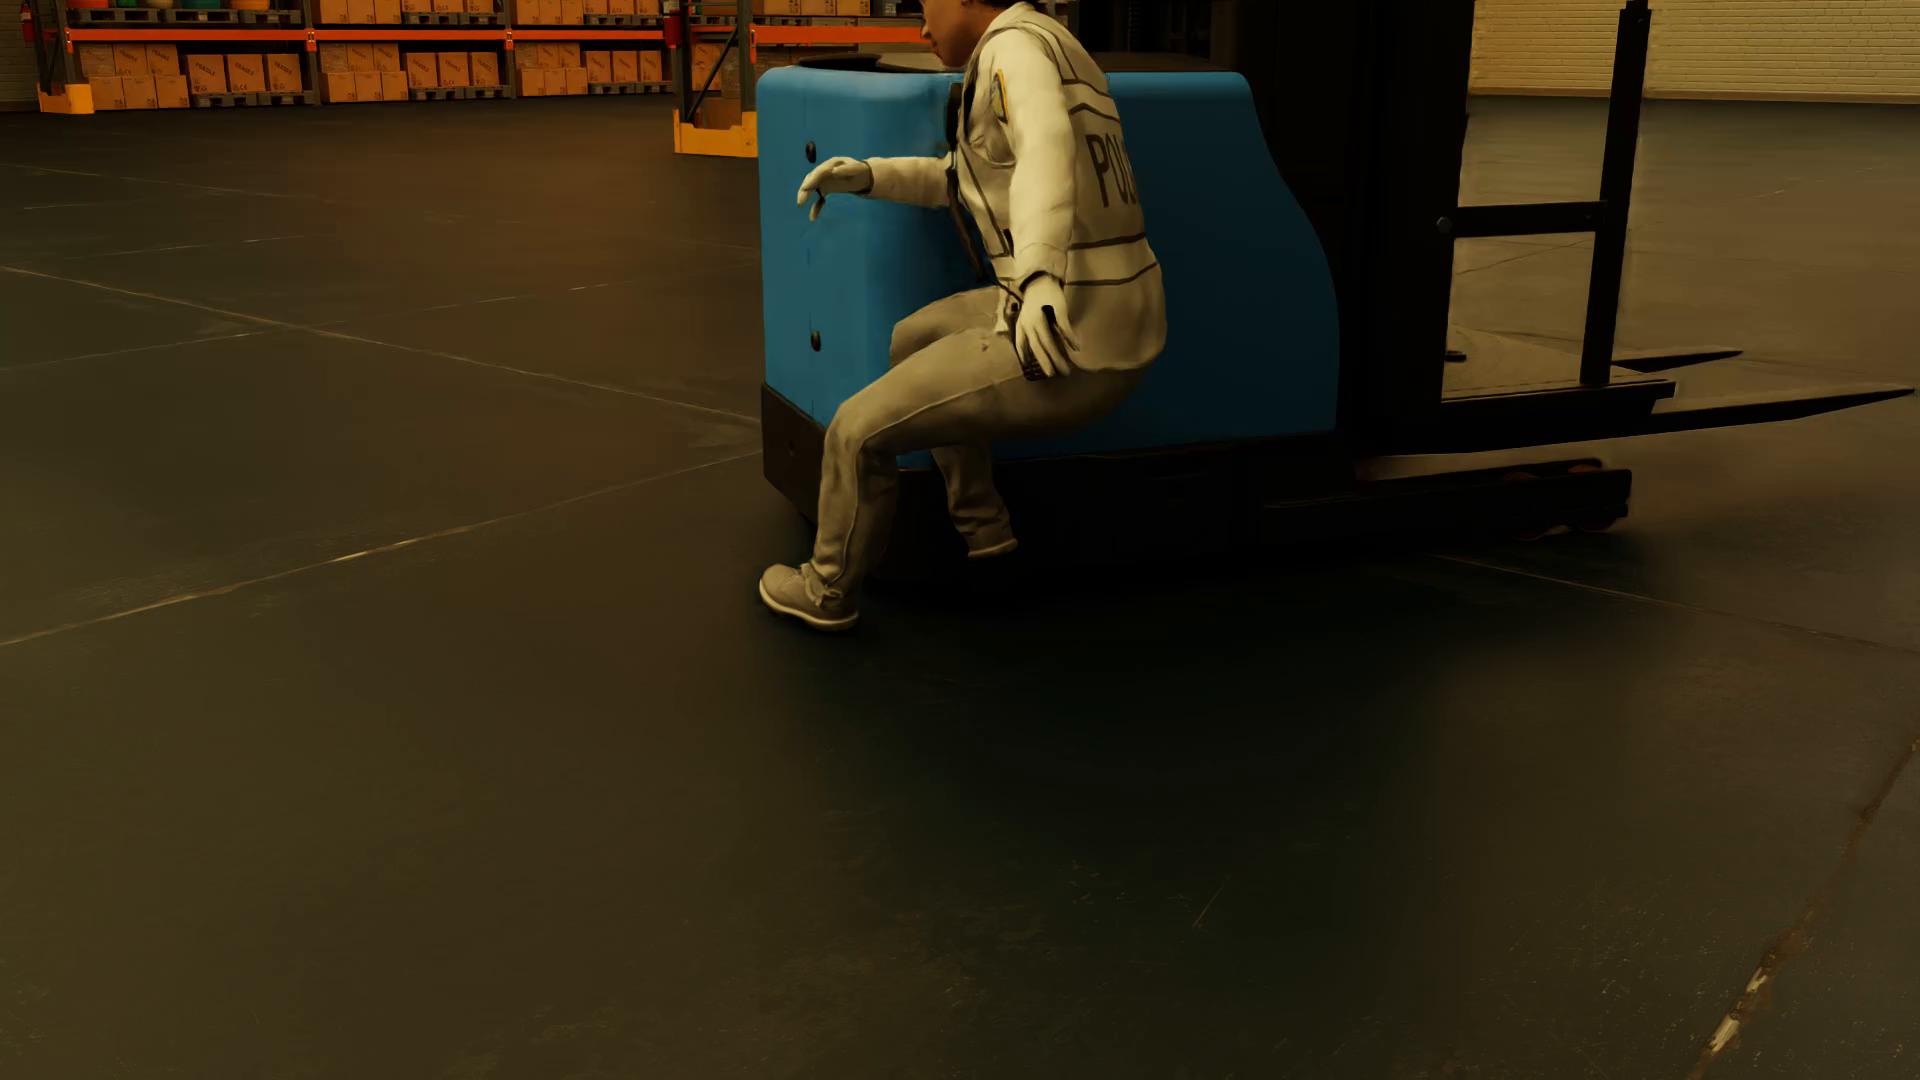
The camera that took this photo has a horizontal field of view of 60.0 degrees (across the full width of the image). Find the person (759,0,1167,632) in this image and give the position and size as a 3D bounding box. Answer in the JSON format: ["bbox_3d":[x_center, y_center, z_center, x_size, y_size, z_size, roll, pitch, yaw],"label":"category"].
[{"bbox_3d":[-0.082,-0.413,2.930,0.896,1.349,0.995,6,18,20],"label":"person"}]

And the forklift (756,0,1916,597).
[{"bbox_3d":[1.071,-1.534,3.949,3.031,2.935,1.130,-6,18,-20],"label":"forklift"}]
